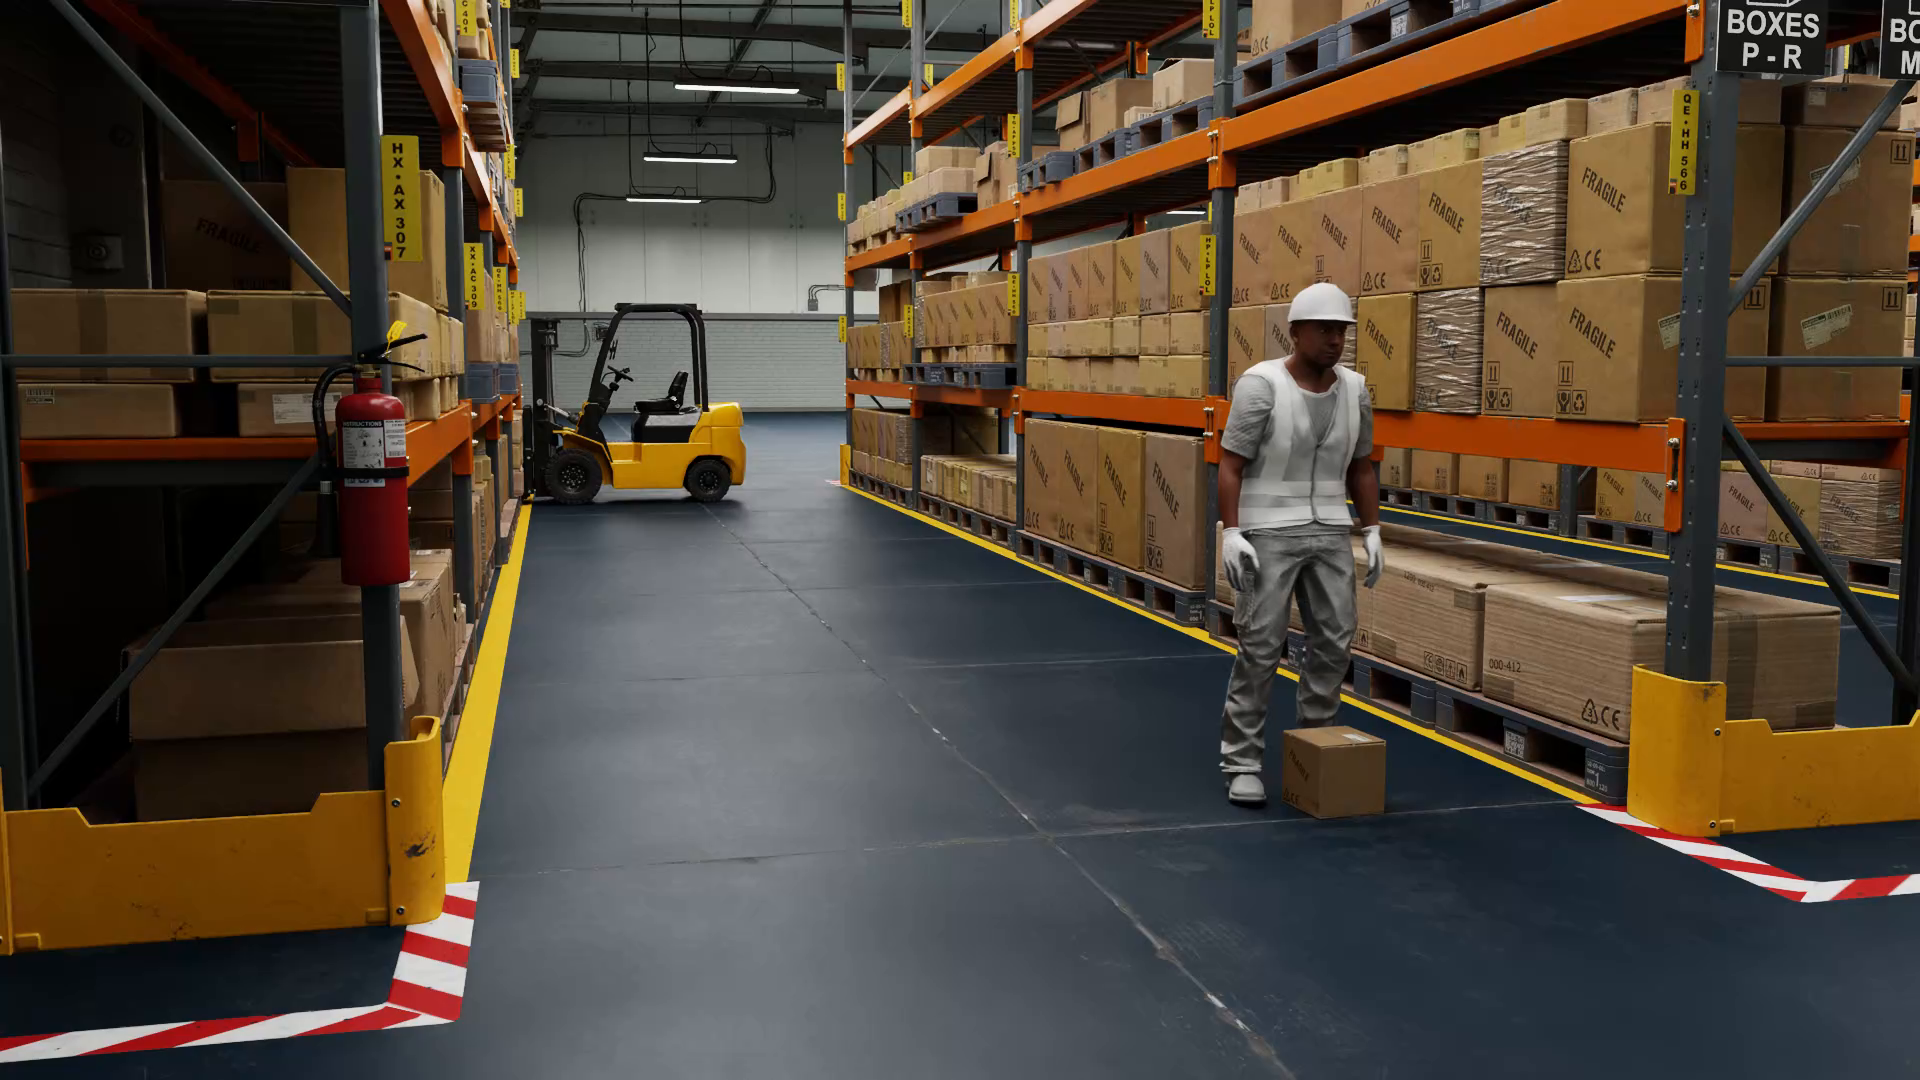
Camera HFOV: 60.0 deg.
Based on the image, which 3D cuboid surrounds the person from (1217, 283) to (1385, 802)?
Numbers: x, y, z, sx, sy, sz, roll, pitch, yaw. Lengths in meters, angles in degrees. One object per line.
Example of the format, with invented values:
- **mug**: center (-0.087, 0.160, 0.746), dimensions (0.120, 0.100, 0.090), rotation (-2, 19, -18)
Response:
- **person**: center (1.183, 0.007, 5.775), dimensions (0.633, 1.775, 0.447), rotation (-2, 6, -18)
